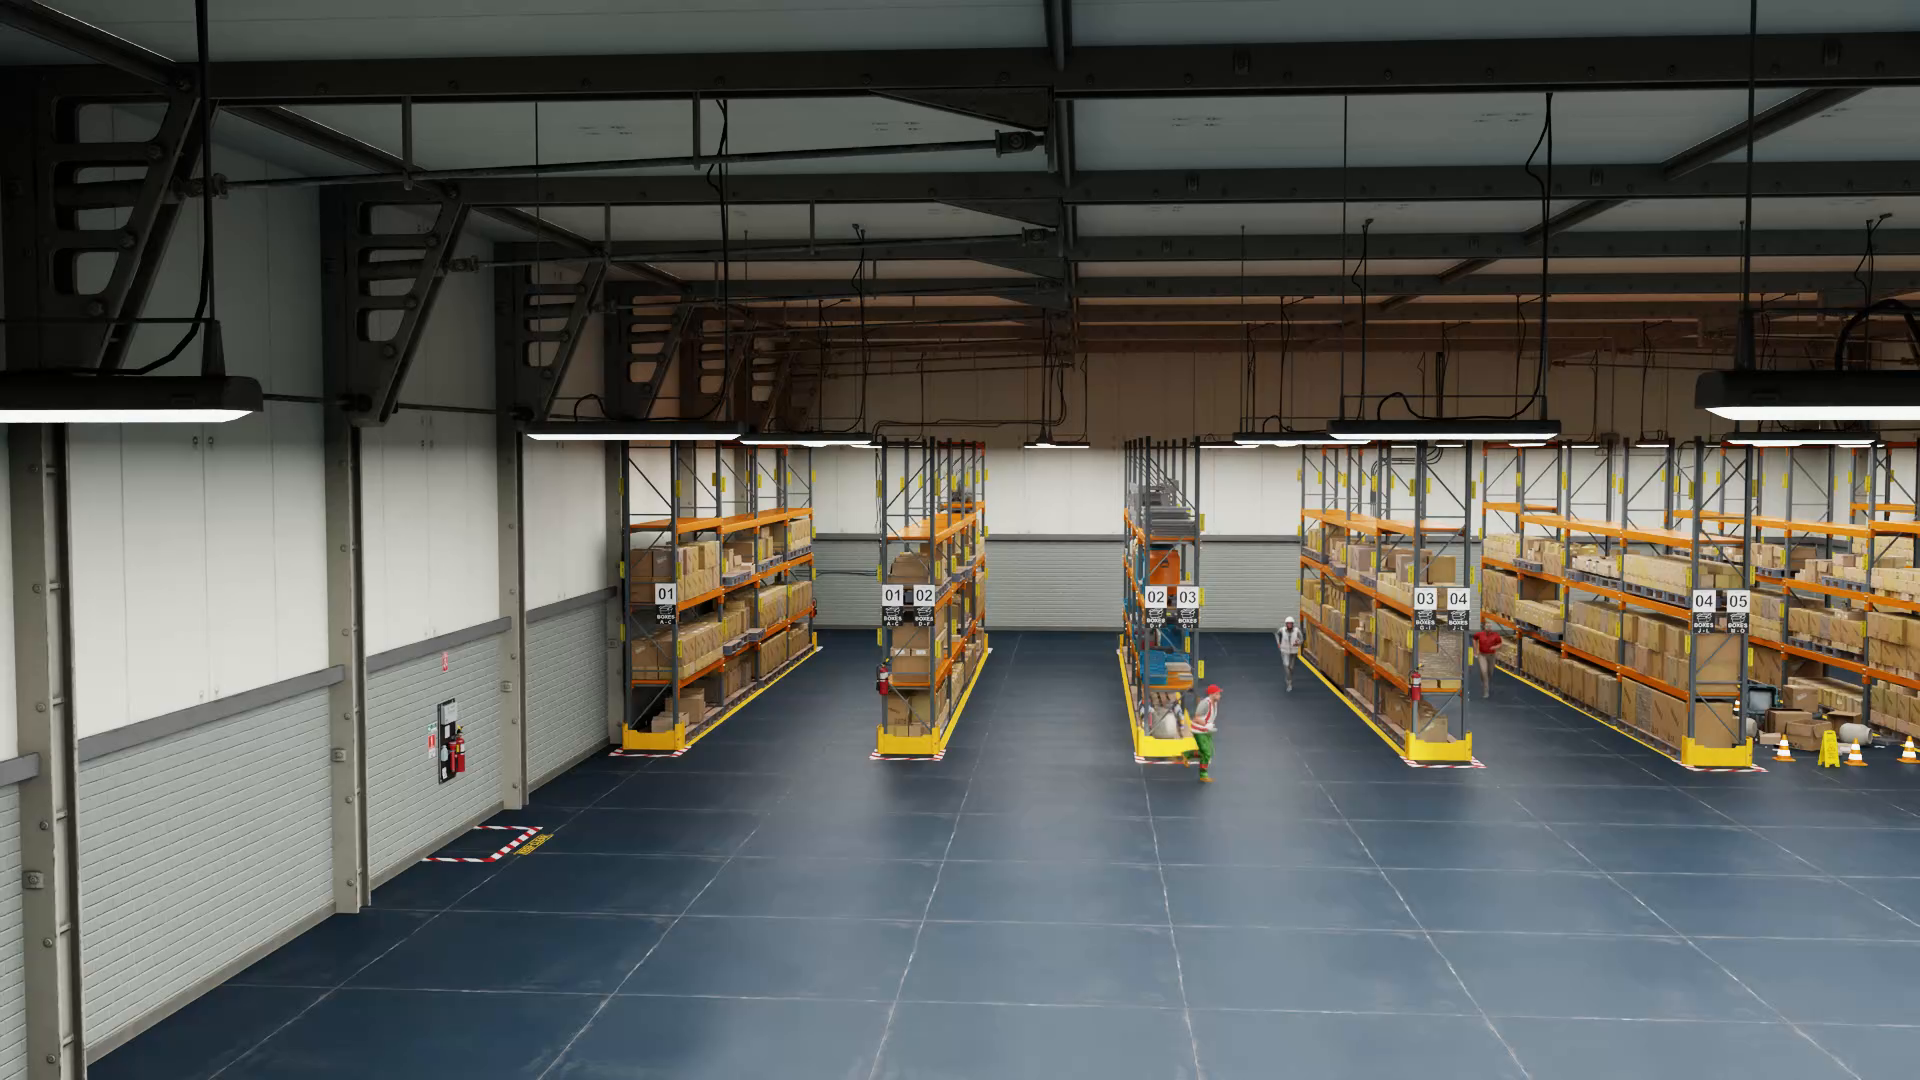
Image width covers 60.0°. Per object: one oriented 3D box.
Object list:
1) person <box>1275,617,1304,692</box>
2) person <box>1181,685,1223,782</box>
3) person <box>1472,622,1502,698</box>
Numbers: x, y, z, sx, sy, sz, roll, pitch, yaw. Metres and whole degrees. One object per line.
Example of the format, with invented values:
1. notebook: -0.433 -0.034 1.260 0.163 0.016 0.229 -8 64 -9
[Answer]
1. person: 7.934 2.634 40.061 0.661 1.625 0.966 0 3 3
2. person: 4.175 3.344 28.819 0.812 1.712 0.654 2 4 39
3. person: 12.379 2.799 39.025 0.612 1.782 1.075 0 3 1
